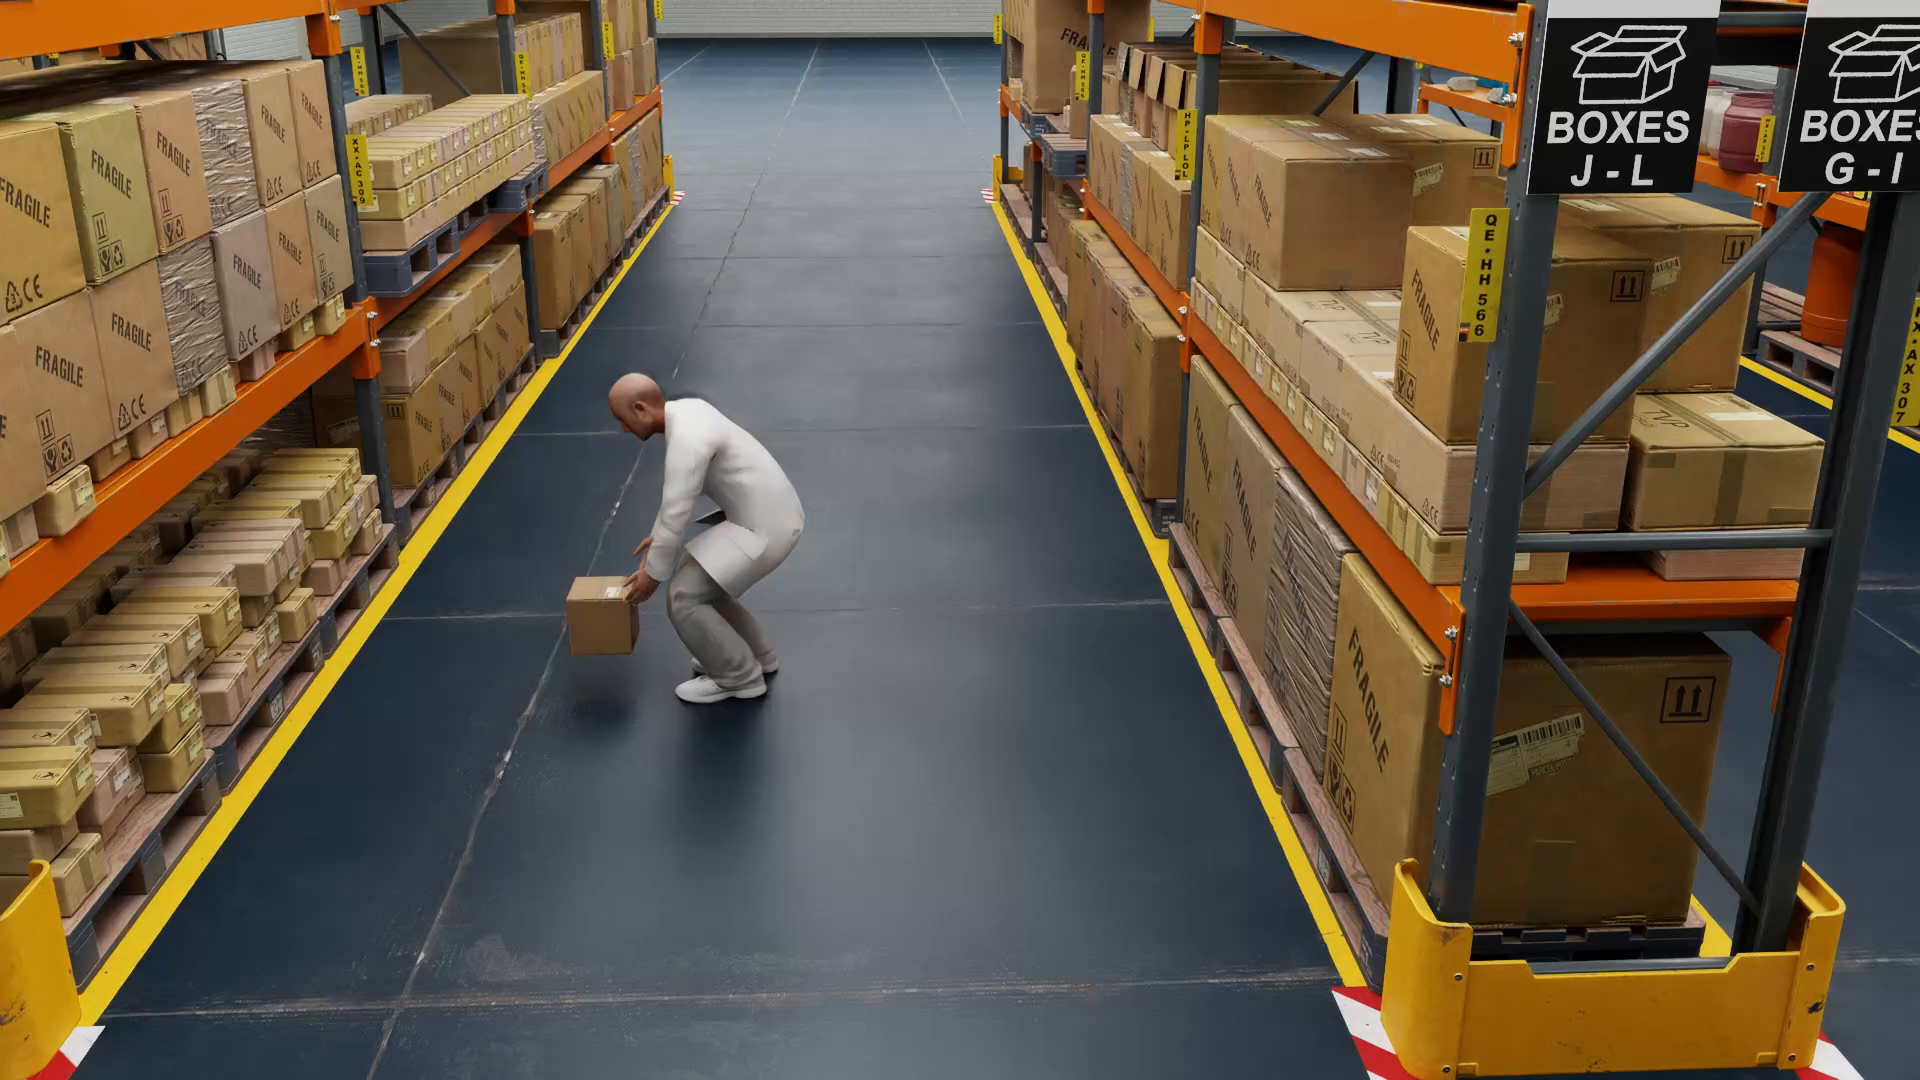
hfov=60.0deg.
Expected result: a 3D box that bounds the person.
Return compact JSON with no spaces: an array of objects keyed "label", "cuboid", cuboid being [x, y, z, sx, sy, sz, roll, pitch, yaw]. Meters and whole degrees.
[{"label":"person","cuboid":[-1.006,-0.020,6.756,0.749,1.365,0.632,-1,20,-3]}]
